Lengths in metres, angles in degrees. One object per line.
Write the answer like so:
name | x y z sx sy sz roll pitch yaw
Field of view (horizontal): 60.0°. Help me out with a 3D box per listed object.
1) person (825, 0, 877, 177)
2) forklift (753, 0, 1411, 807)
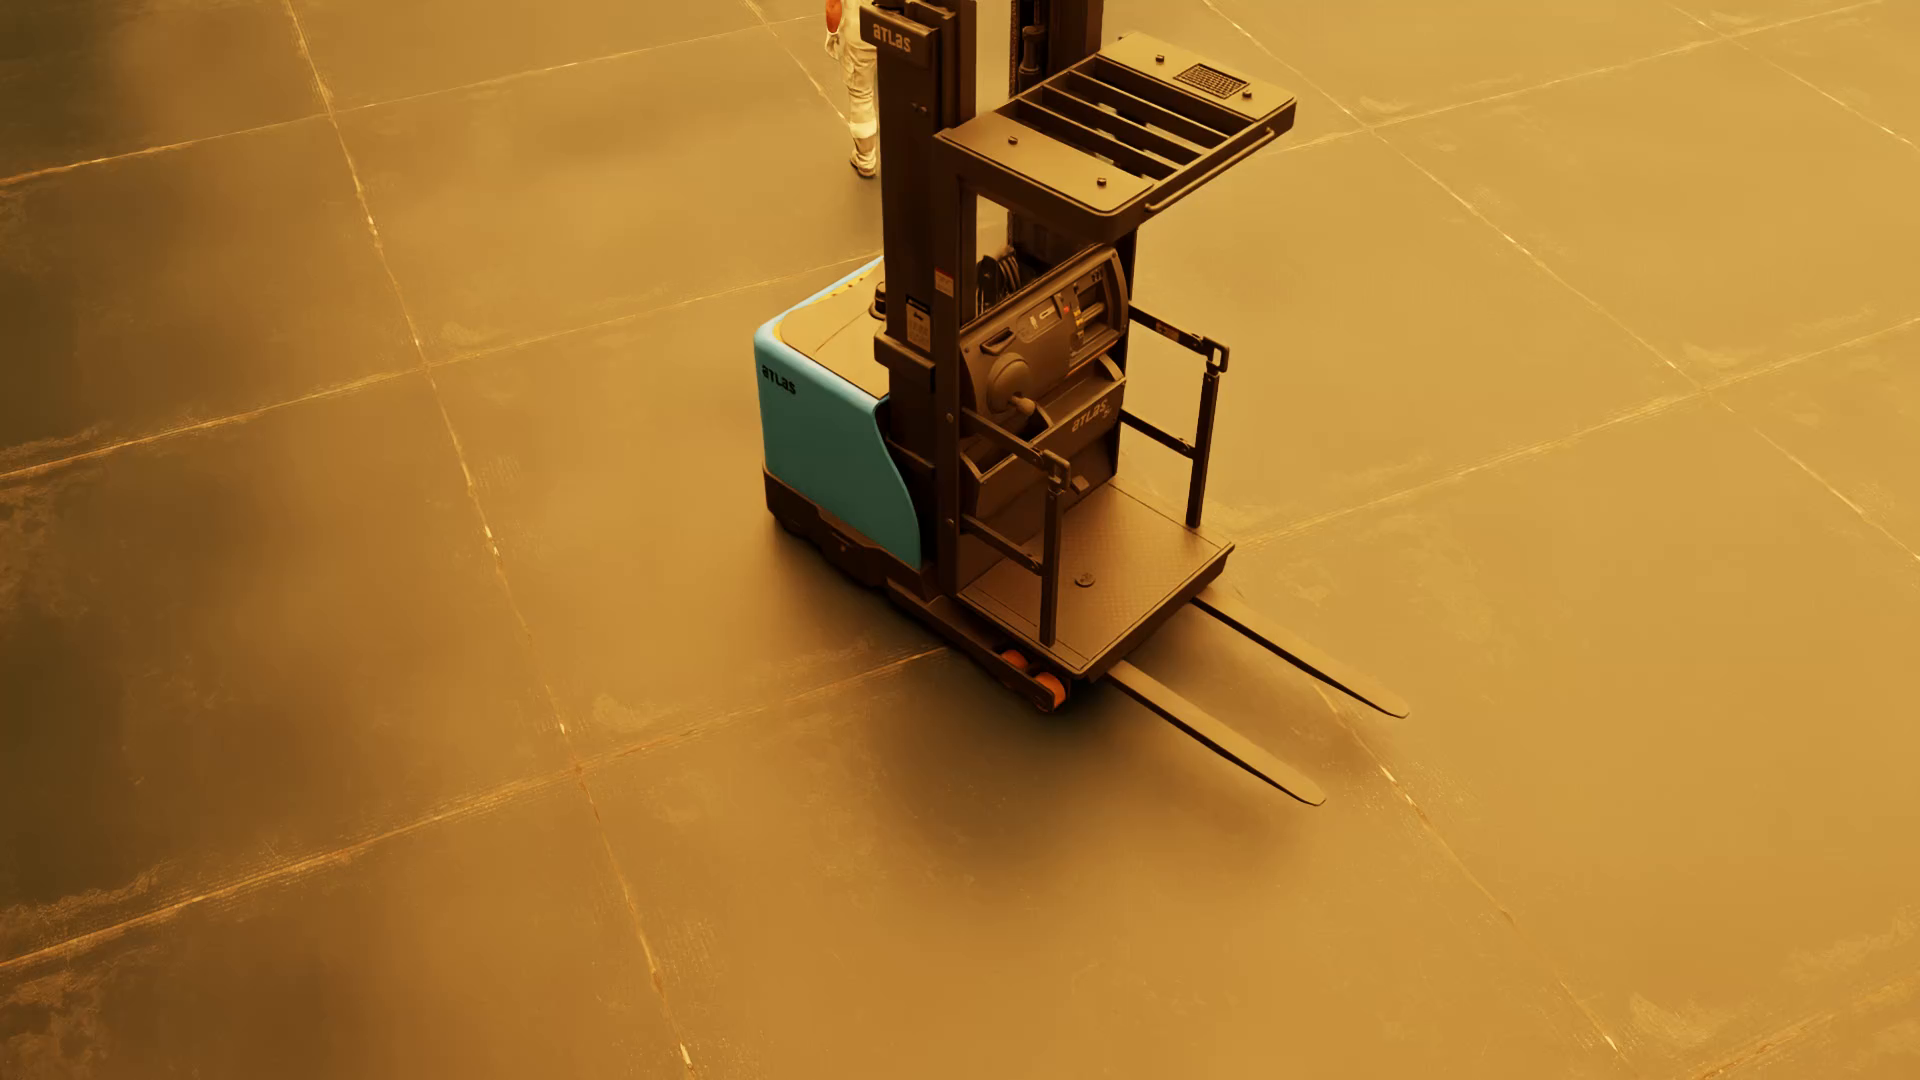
person | -0.488 -2.964 9.704 0.612 1.778 0.451 -7 43 -7
forklift | 0.500 -0.753 6.487 3.031 2.935 1.130 32 52 30
